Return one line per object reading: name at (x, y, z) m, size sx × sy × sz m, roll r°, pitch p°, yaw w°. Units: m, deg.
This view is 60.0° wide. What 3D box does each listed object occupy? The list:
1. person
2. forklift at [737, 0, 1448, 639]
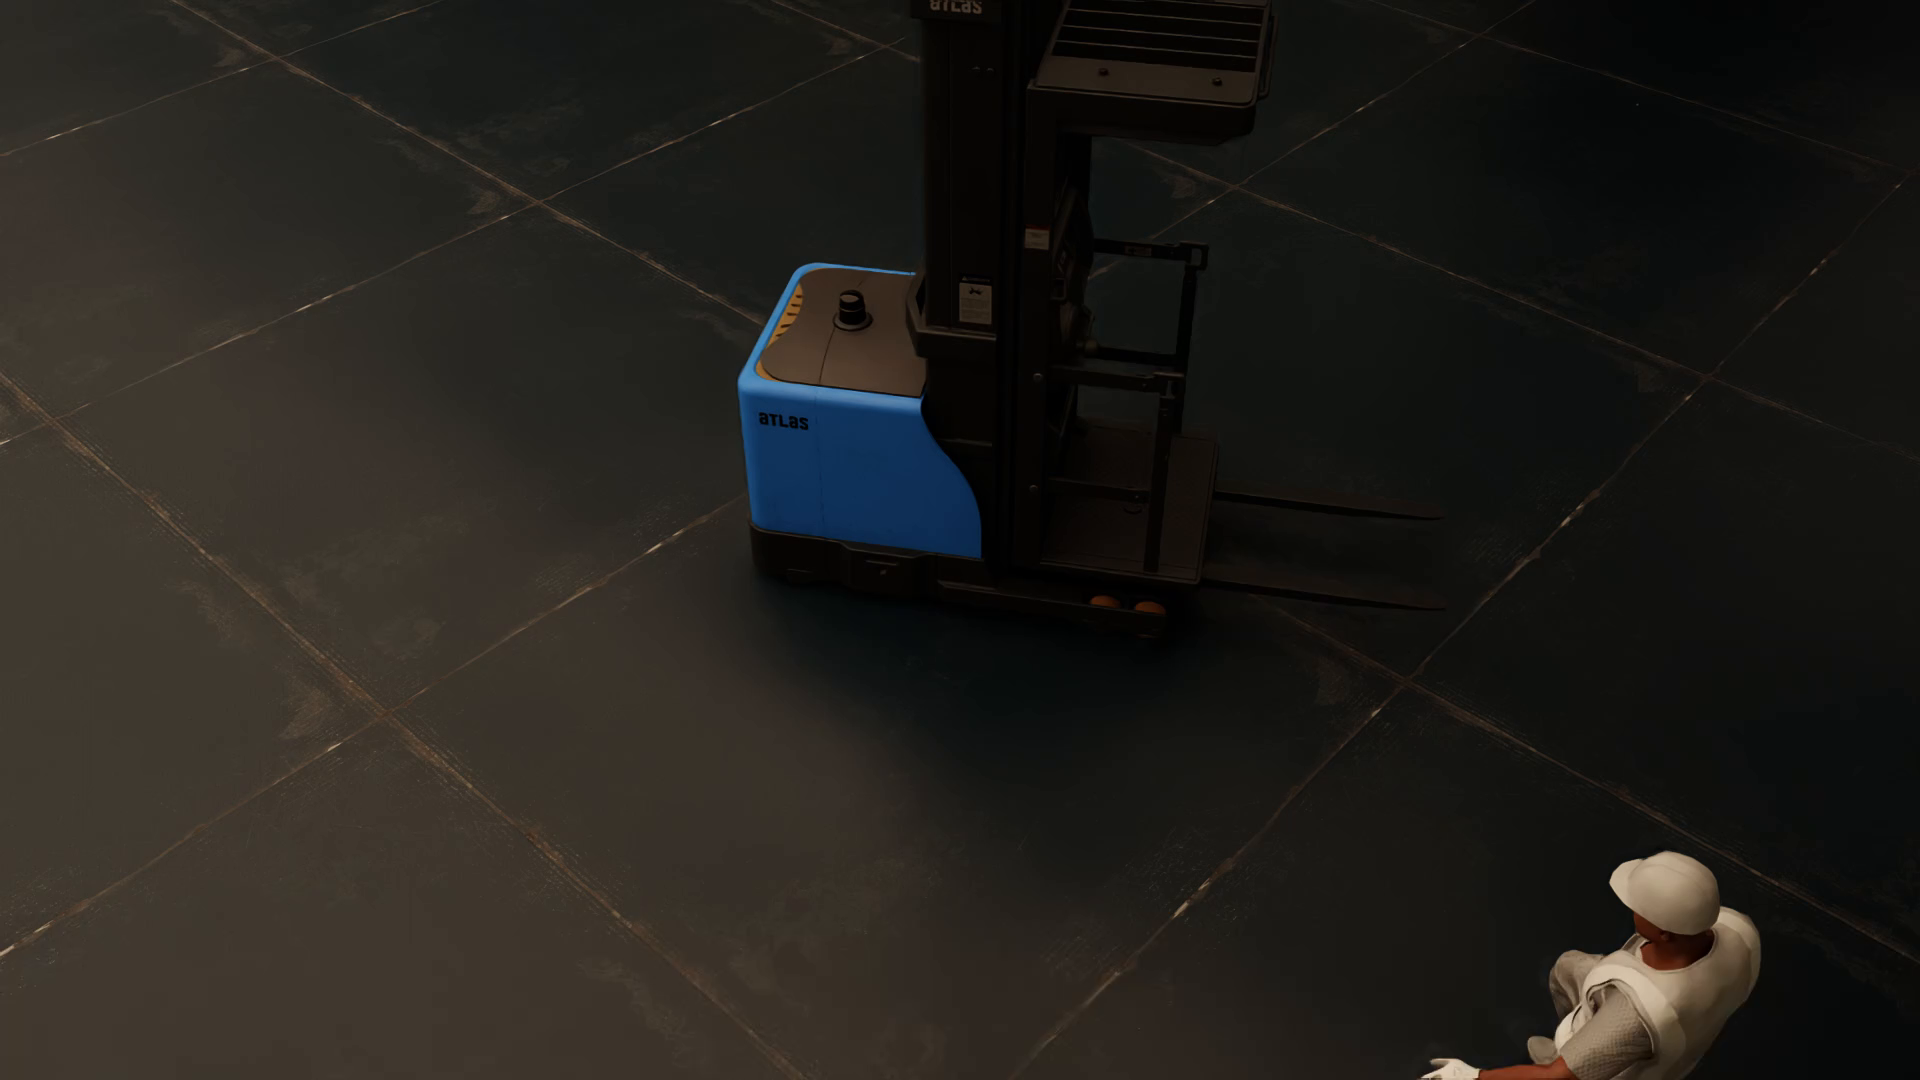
person at (1.846, 1.451, 4.754) m, size 1.018 × 1.645 × 0.691 m, roll -27°, pitch 47°, yaw -28°
forklift at (0.636, -1.063, 6.668) m, size 3.031 × 2.935 × 1.130 m, roll 7°, pitch 41°, yaw 9°
